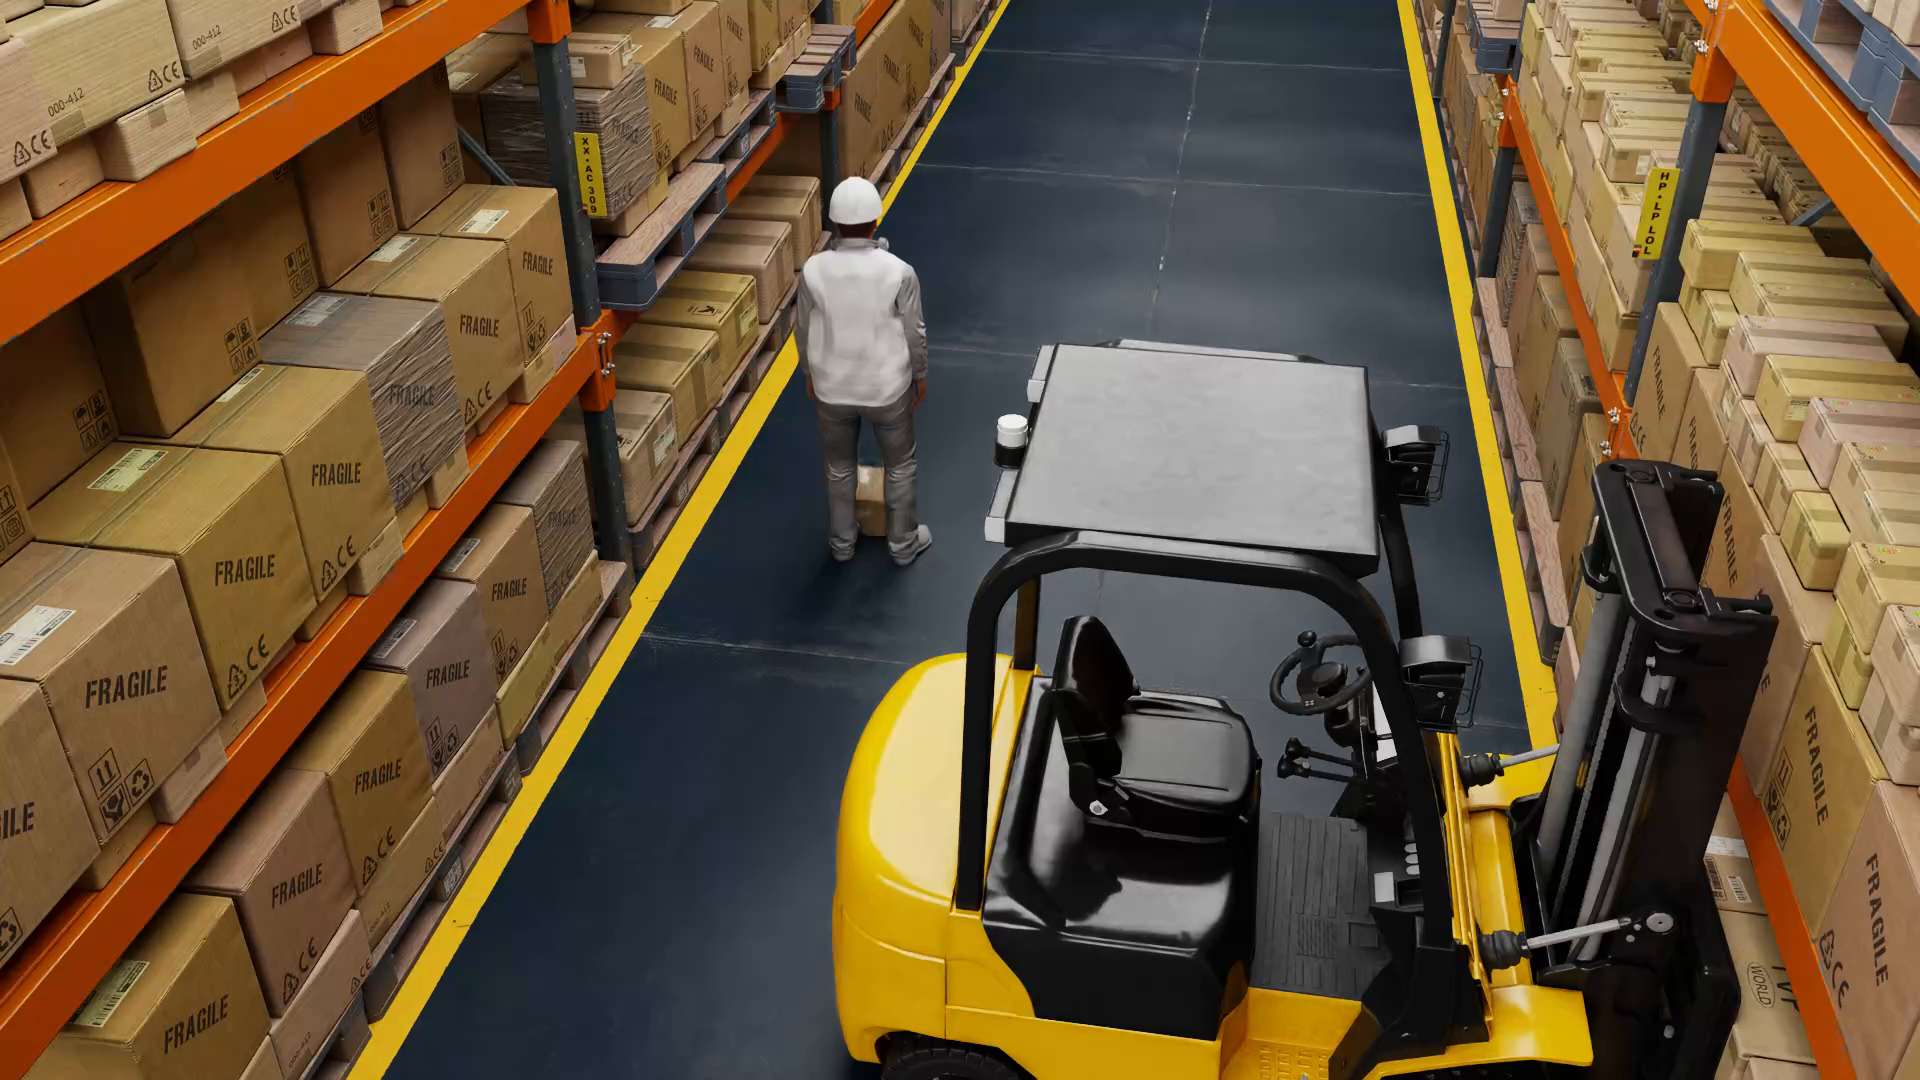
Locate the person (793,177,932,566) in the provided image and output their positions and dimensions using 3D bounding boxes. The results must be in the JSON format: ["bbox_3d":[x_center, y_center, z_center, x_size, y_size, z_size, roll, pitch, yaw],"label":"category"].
[{"bbox_3d":[-0.421,-0.695,7.216,0.570,1.772,0.456,4,32,6],"label":"person"}]
